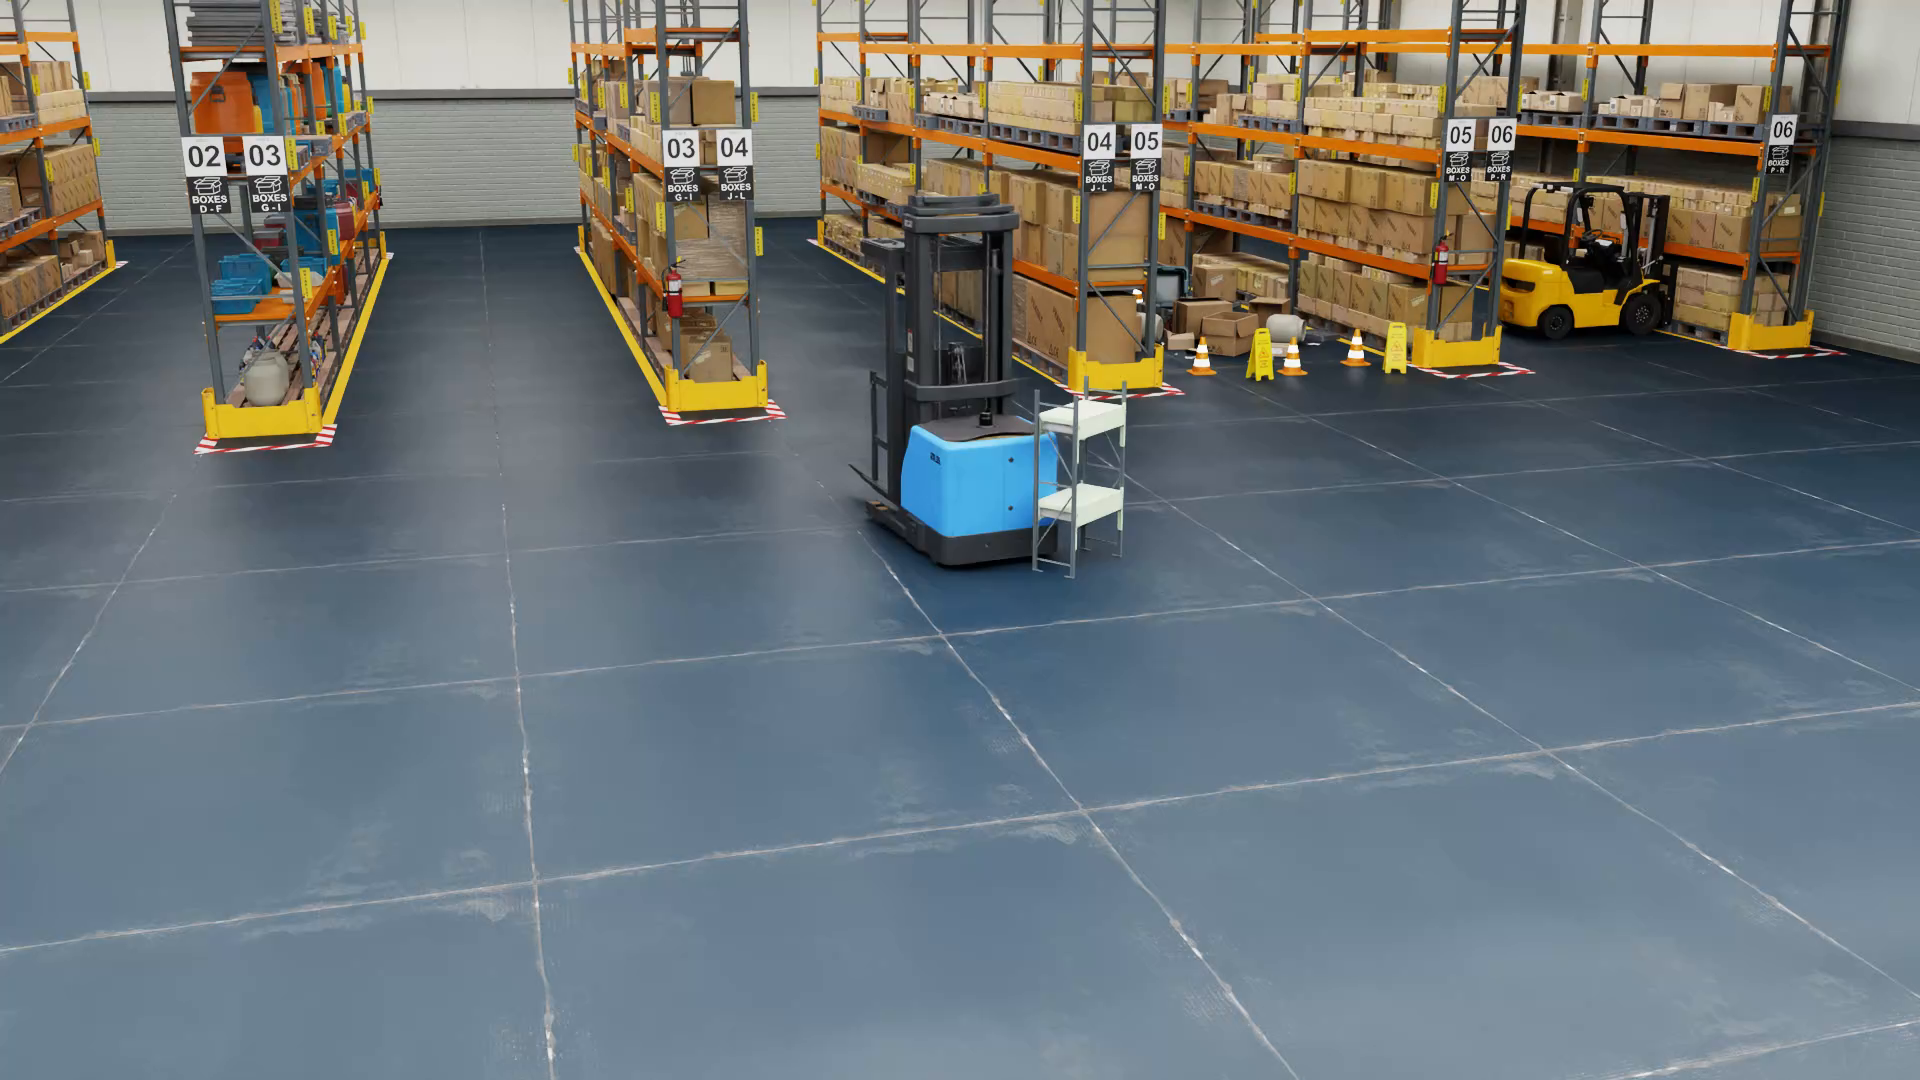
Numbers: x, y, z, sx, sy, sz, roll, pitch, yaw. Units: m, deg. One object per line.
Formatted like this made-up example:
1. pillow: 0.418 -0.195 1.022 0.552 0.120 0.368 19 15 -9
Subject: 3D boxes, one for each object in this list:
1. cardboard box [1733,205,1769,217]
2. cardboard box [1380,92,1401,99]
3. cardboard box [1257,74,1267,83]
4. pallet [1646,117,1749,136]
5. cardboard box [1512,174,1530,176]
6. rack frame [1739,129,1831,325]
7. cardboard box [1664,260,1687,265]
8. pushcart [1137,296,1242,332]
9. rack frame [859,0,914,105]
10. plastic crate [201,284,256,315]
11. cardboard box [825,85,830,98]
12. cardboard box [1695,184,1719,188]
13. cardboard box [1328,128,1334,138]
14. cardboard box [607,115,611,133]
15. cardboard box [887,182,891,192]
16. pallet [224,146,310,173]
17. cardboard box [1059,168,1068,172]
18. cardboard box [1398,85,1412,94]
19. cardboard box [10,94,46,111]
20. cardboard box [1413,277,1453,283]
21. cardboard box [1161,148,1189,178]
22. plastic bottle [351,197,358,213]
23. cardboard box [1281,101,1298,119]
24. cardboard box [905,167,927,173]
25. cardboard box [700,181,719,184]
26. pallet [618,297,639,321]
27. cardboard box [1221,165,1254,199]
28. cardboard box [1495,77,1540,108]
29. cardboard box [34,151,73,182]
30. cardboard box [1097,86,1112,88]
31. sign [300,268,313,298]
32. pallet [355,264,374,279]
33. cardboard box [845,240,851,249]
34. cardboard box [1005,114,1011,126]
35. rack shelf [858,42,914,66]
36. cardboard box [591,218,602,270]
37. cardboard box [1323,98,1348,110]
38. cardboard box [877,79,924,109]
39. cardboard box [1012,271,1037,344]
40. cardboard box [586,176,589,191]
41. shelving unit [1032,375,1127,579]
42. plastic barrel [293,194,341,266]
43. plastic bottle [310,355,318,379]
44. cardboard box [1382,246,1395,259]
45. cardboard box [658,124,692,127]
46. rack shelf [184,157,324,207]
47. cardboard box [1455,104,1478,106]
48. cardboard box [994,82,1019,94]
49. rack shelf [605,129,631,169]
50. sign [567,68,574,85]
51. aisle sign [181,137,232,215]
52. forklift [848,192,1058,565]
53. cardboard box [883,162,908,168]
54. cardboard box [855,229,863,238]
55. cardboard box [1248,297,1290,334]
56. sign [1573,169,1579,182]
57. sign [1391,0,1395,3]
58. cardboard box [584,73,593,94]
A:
1. cardboard box: 11.078 -4.611 23.286 0.380 0.149 0.250 -4 17 -14
2. cardboard box: 8.291 -8.526 31.940 0.380 0.149 0.250 -4 17 -14
3. cardboard box: 6.926 -10.208 36.883 0.500 0.250 0.500 -5 17 -16
4. pallet: 10.934 -6.108 24.513 1.003 0.211 1.213 -5 17 -15
5. cardboard box: 9.577 -6.218 28.637 0.380 0.149 0.250 -5 17 -15
6. rack frame: 11.442 -4.178 23.148 1.000 3.000 0.127 -5 17 -15
7. cardboard box: 10.590 -4.065 25.081 0.500 0.250 0.500 -5 17 -16
8. pushcart: 3.393 -3.441 25.253 1.648 0.377 0.936 -12 20 -34
9. rack frame: -1.359 -9.558 30.630 1.000 3.000 0.127 -5 17 -15
10. plastic crate: -8.045 -2.653 18.330 0.499 0.251 0.616 -5 17 -15
11. cardboard box: -2.443 -9.109 33.741 0.500 0.250 0.500 -5 17 -16
12. cardboard box: 11.158 -5.219 24.795 0.380 0.149 0.250 -5 17 -15
13. cardboard box: 5.614 -5.965 24.320 0.380 0.149 0.250 -5 17 -15
14. cardboard box: -5.172 -6.429 25.687 0.500 0.250 0.500 -4 17 -14
15. cardboard box: -1.051 -6.118 28.795 0.380 0.149 0.250 -5 17 -15
16. pallet: -7.753 -4.193 18.310 1.003 0.211 1.213 -5 17 -15
17. cardboard box: 2.418 -7.823 35.108 0.500 0.500 0.500 -5 17 -16
18. cardboard box: 8.508 -8.520 31.438 0.380 0.149 0.250 -5 17 -15
19. cardboard box: -15.576 -7.297 27.708 0.500 0.250 0.500 -5 17 -15
20. cardboard box: 6.560 -3.424 23.383 0.500 0.500 0.500 -5 18 -17
21. cardboard box: 3.930 -6.788 29.925 0.500 0.500 0.500 -4 17 -14
22. plastic bottle: -10.499 -5.786 28.717 0.152 0.276 0.135 -5 17 -15
23. cardboard box: 5.272 -6.607 25.551 0.500 0.250 0.500 -5 17 -16
24. cardboard box: -0.780 -6.668 30.110 0.380 0.149 0.250 -5 18 -17
25. cardboard box: -3.160 -4.259 20.988 0.500 0.500 0.500 -5 17 -15
26. pallet: -4.843 -3.663 26.278 1.003 0.211 1.213 -5 17 -15
27. cardboard box: 4.676 -5.957 27.647 0.500 0.500 0.500 -4 17 -14
28. cardboard box: 9.488 -7.624 28.326 0.500 0.500 0.500 -4 17 -14
29. cardboard box: -15.823 -6.503 28.975 0.500 0.500 0.500 -5 17 -17
30. cardboard box: 1.946 -5.640 20.948 0.380 0.149 0.250 -5 17 -15
31. sign: -7.090 -2.785 18.027 0.100 0.325 0.005 -5 17 -15
32. pallet: -11.157 -4.794 30.045 1.003 0.211 1.213 -5 17 -15
33. cardboard box: -2.079 -5.889 33.067 0.380 0.149 0.250 -5 17 -15
34. cardboard box: 0.822 -5.700 22.532 0.380 0.149 0.250 -5 17 -16
35. rack shelf: -0.809 -8.469 28.949 1.077 0.370 4.000 -5 17 -15
36. cardboard box: -5.960 -5.329 29.941 1.225 0.875 0.875 -5 17 -15
37. cardboard box: 5.508 -6.333 24.158 0.380 0.149 0.250 -5 18 -17
38. cardboard box: -1.061 -7.934 29.529 0.797 0.503 0.637 -5 17 -16
39. cardboard box: 1.197 -3.227 22.945 0.875 0.875 0.875 -5 17 -15
40. cardboard box: -6.814 -6.777 31.542 0.500 0.250 0.500 -4 17 -14
41. shelving unit: 0.977 -0.525 13.591 0.431 1.500 0.755 12 20 35
42. plastic barrel: -8.534 -4.087 21.973 0.600 0.901 0.708 -5 17 -15
43. plastic bottle: -7.863 -2.110 20.219 0.061 0.283 0.133 -4 17 -14
44. cardboard box: 6.036 -3.954 22.838 0.380 0.149 0.250 -4 17 -14
45. cardboard box: -3.414 -4.903 19.916 0.380 0.149 0.250 -4 17 -15
46. rack shelf: -8.170 -4.255 19.440 1.077 0.370 4.000 -5 17 -15
47. cardboard box: 6.685 -5.666 21.937 0.380 0.149 0.250 -5 17 -15
48. cardboard box: 0.684 -6.221 22.881 0.380 0.149 0.250 -5 17 -16
49. rack shelf: -4.507 -5.753 24.427 1.077 0.370 4.000 -5 17 -15
50. sign: -7.790 -9.278 33.255 0.100 0.325 0.005 -5 17 -15
51. aisle sign: -7.886 -3.812 17.408 0.394 0.787 0.004 -5 17 -15
52. forklift: -0.207 -1.581 14.619 1.130 2.935 3.031 -7 18 -21
53. cardboard box: -1.253 -7.032 31.958 0.500 0.500 0.500 -5 17 -16
54. cardboard box: -1.815 -5.951 32.241 0.380 0.149 0.250 -4 17 -15
55. cardboard box: 4.558 -3.291 24.536 0.500 0.500 0.500 7 18 23
56. sign: 9.824 -5.756 26.525 0.100 0.325 0.005 -5 17 -15
57. sign: 8.676 -10.940 33.330 0.100 0.325 0.005 -5 17 -15
58. cardboard box: -6.833 -8.717 31.965 0.700 0.500 0.500 -6 18 -19
